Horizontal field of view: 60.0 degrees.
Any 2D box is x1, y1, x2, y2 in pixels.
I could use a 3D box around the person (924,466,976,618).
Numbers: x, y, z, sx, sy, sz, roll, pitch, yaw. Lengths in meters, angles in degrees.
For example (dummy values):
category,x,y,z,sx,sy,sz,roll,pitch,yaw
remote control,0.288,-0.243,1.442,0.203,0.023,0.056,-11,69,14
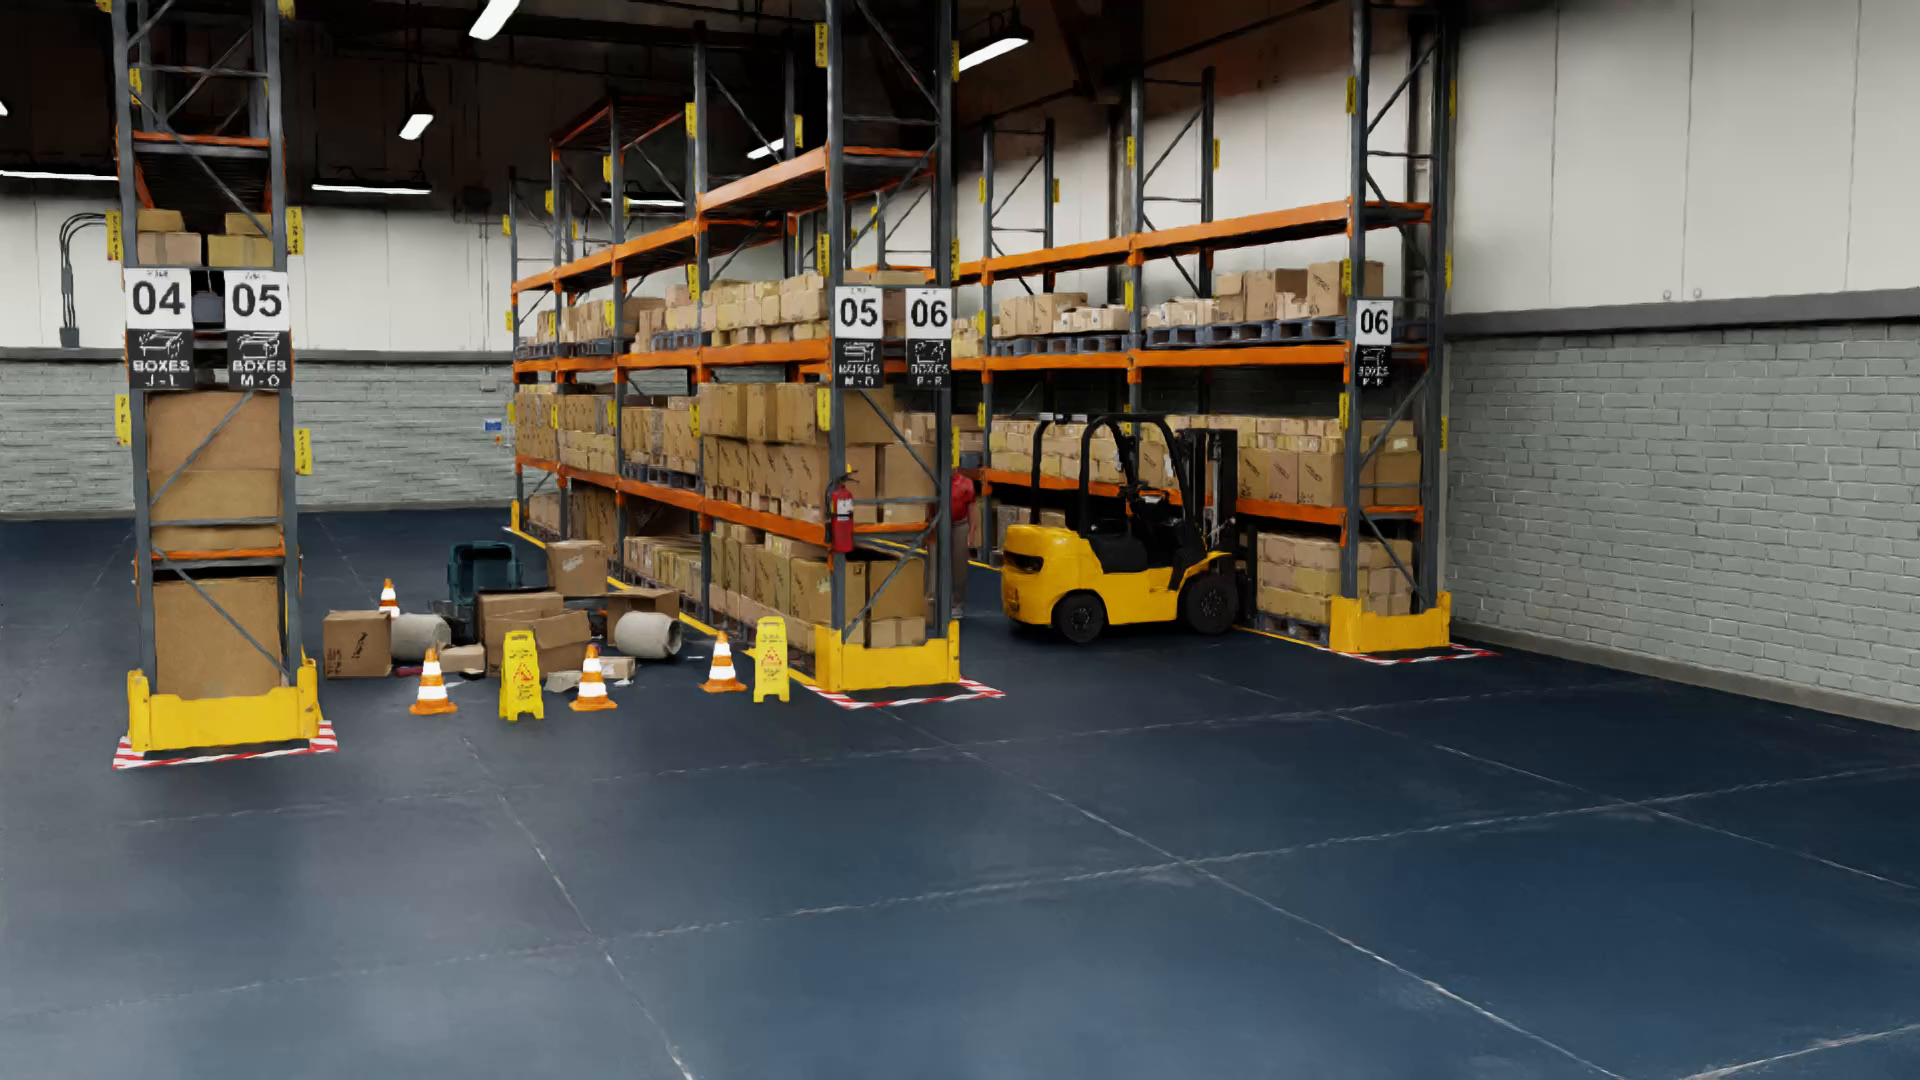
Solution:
category,x,y,z,sx,sy,sz,roll,pitch,yaw
person,-0.137,-0.046,17.269,0.543,1.736,0.568,2,6,19
